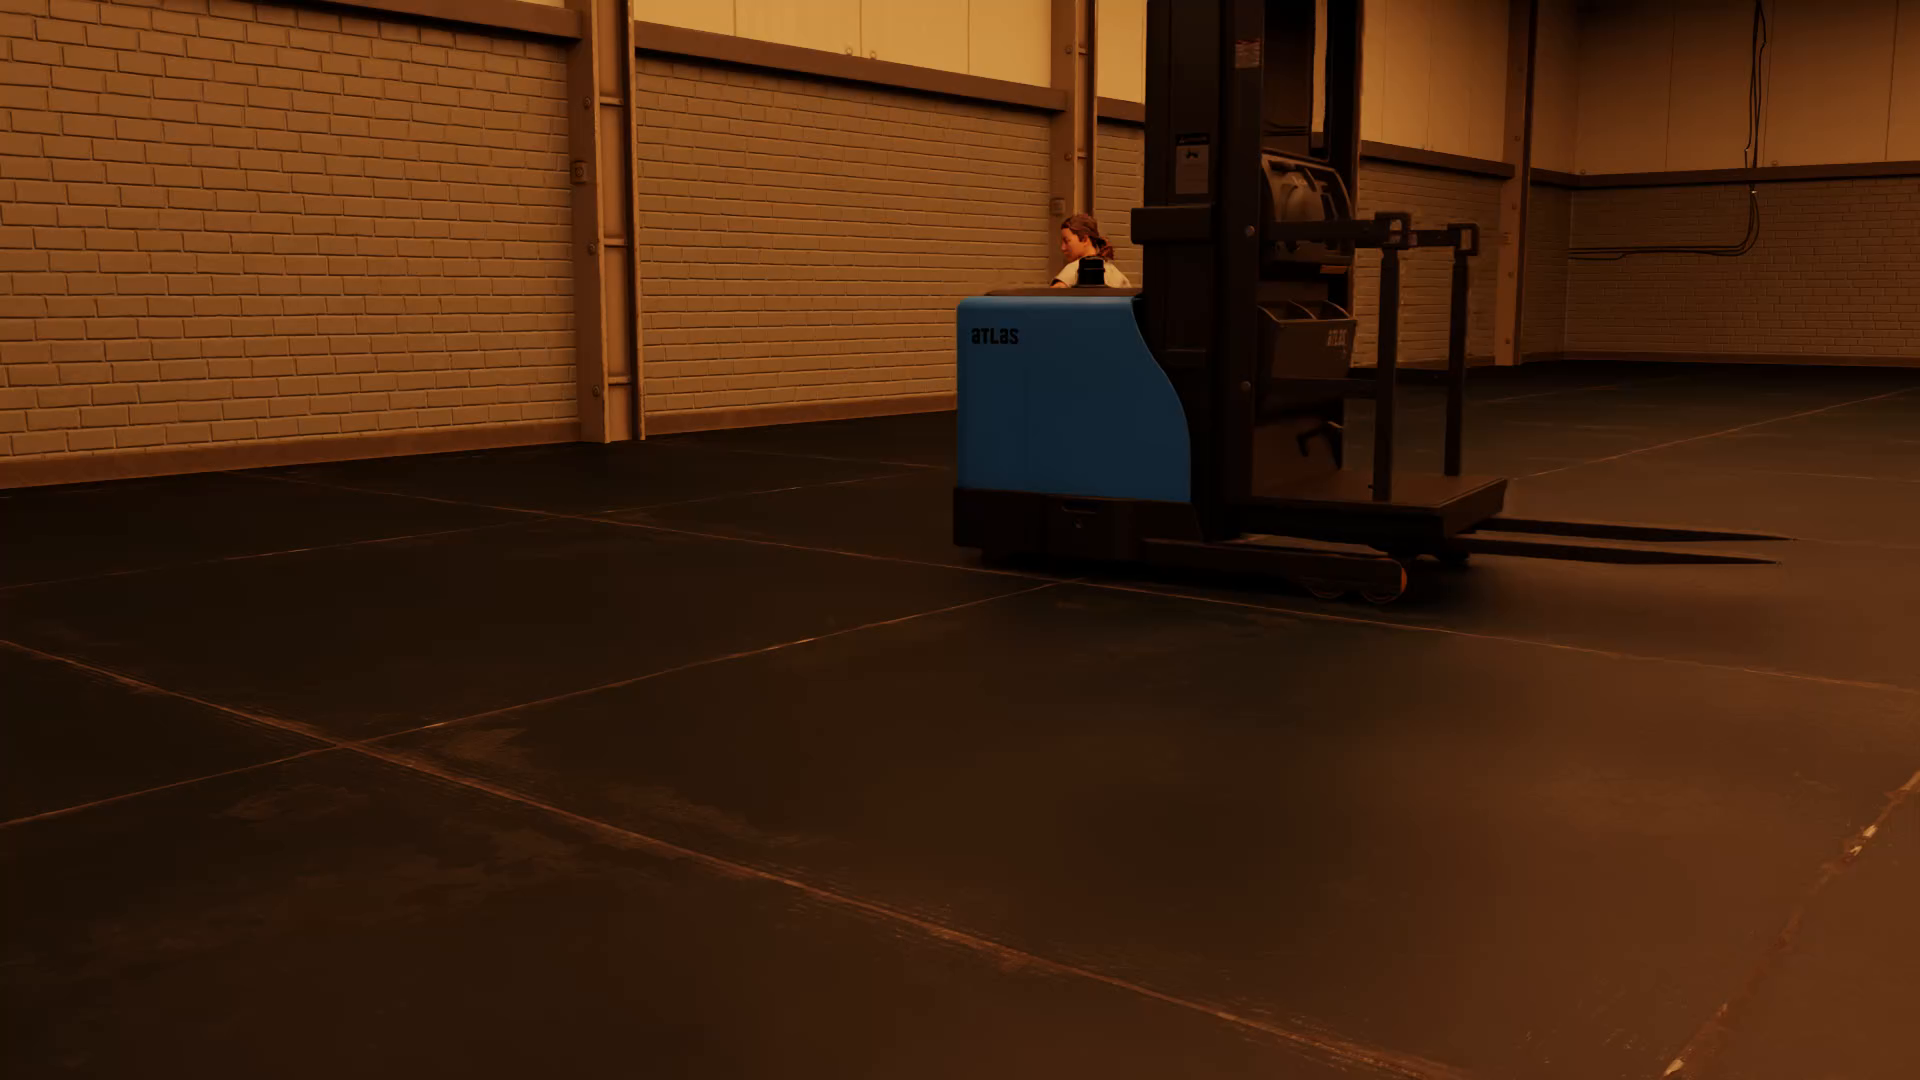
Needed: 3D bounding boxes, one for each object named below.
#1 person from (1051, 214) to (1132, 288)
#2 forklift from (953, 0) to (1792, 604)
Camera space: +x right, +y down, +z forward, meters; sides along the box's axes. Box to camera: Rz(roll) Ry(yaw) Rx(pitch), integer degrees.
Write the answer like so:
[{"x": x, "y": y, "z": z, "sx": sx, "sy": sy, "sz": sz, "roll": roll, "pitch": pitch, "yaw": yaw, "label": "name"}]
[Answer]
[{"x": 0.694, "y": -0.973, "z": 9.010, "sx": 1.059, "sy": 1.566, "sz": 0.507, "roll": -7, "pitch": 11, "yaw": -39, "label": "person"}, {"x": 1.504, "y": -1.312, "z": 6.248, "sx": 3.031, "sy": 2.935, "sz": 1.130, "roll": 5, "pitch": 10, "yaw": 30, "label": "forklift"}]
